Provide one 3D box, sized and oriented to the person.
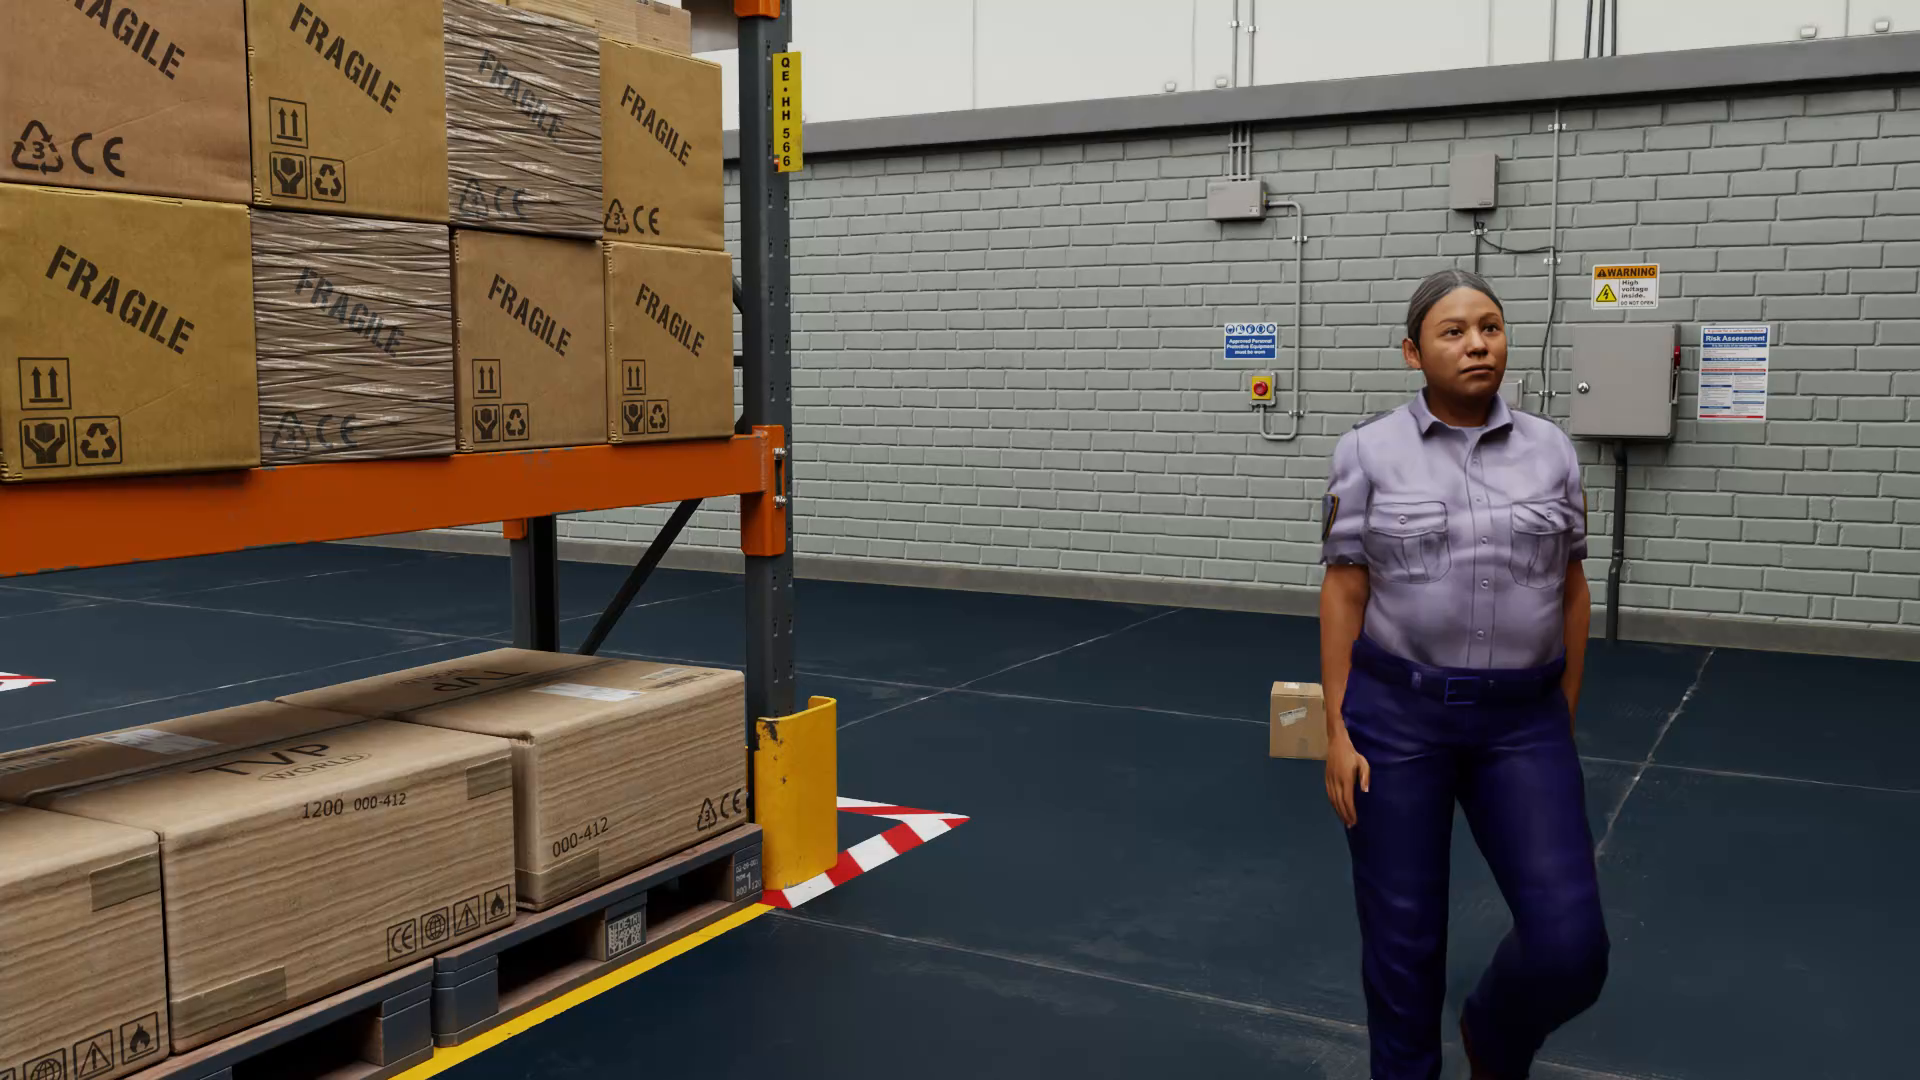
[{"bbox_3d":[0.875,0.348,2.928,0.482,1.637,0.470,0,6,4],"label":"person"}]
